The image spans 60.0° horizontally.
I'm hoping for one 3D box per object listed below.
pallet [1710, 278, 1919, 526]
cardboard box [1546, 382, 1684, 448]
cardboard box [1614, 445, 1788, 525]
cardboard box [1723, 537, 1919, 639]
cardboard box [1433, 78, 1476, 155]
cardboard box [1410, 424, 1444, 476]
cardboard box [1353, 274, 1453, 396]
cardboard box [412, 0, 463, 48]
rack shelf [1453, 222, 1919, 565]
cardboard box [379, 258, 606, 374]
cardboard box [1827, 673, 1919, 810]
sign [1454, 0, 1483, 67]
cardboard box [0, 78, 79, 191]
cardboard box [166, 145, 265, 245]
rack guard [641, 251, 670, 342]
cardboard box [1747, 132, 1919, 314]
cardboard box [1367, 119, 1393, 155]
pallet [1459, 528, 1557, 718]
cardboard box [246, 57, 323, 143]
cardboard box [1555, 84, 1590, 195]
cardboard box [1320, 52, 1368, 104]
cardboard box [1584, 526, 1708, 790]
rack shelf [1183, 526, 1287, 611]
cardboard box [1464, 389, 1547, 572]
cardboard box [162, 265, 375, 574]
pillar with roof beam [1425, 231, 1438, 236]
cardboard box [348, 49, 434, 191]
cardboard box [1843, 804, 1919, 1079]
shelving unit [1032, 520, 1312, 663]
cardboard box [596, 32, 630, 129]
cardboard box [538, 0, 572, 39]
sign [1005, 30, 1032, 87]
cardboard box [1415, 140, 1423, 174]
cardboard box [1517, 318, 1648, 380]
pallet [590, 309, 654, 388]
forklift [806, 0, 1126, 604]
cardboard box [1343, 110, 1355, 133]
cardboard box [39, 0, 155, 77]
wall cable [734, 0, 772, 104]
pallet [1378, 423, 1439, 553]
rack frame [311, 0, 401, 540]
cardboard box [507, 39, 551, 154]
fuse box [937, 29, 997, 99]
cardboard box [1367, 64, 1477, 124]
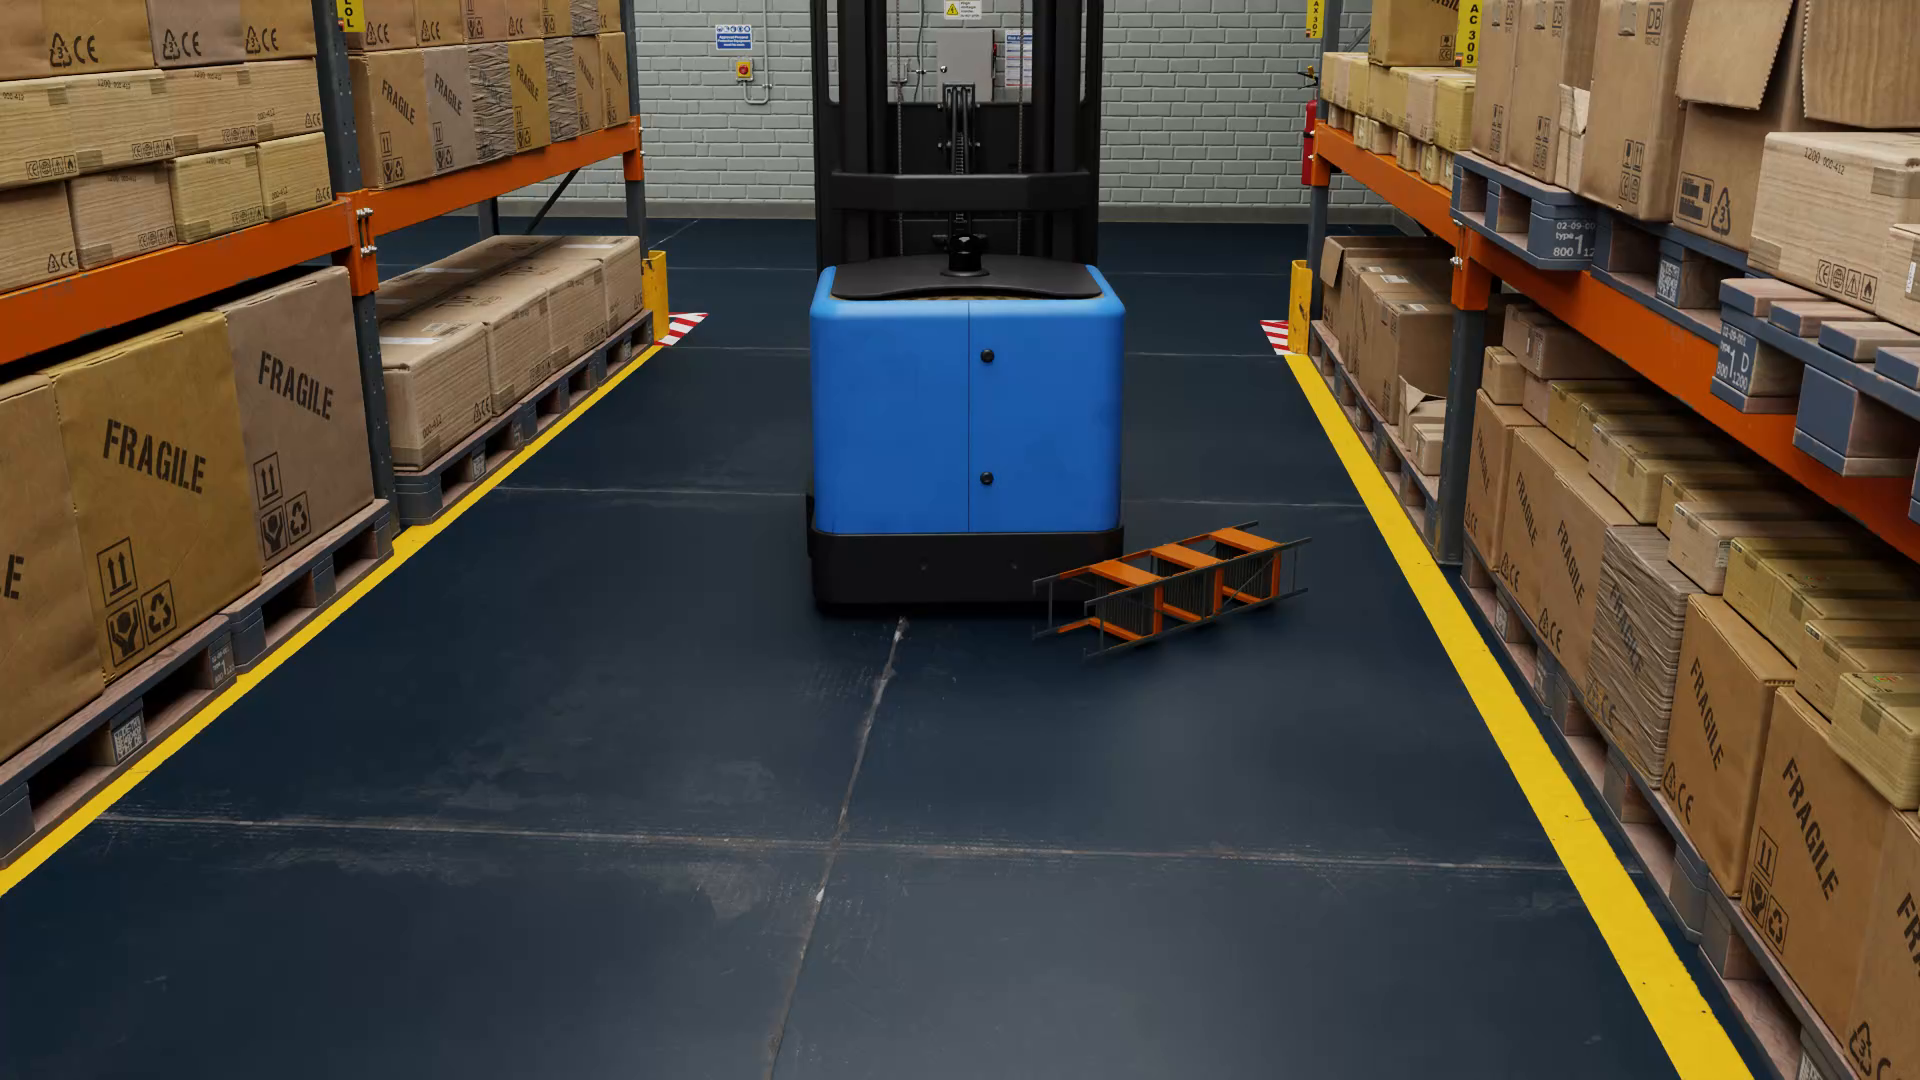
[{"bbox_3d":[1.955,-0.213,2.563,1.213,0.211,1.003,1,18,4],"label":"pallet"},{"bbox_3d":[2.023,-0.381,5.066,0.380,0.149,0.250,0,18,1],"label":"cardboard box"},{"bbox_3d":[1.941,-0.142,4.336,0.380,0.149,0.250,2,18,6],"label":"cardboard box"},{"bbox_3d":[1.892,0.105,3.585,0.380,0.149,0.250,1,18,3],"label":"cardboard box"},{"bbox_3d":[2.057,-1.568,6.153,0.500,0.250,0.500,2,18,5],"label":"cardboard box"},{"bbox_3d":[2.010,-0.358,6.604,0.380,0.149,0.250,1,18,2],"label":"cardboard box"},{"bbox_3d":[2.174,-0.974,7.917,0.500,0.500,0.500,2,18,5],"label":"cardboard box"},{"bbox_3d":[-2.370,-2.266,6.753,0.500,0.500,0.500,1,18,3],"label":"cardboard box"},{"bbox_3d":[2.120,-0.371,3.893,1.077,0.370,4.000,1,18,4],"label":"rack shelf"},{"bbox_3d":[-2.406,-1.176,8.636,0.875,0.438,0.875,2,18,5],"label":"cardboard box"},{"bbox_3d":[1.748,0.344,2.855,0.380,0.149,0.250,0,18,1],"label":"cardboard box"},{"bbox_3d":[1.722,-1.755,5.572,0.100,0.325,0.005,1,18,4],"label":"sign"},{"bbox_3d":[-2.556,-0.992,4.070,0.500,0.250,0.500,2,18,5],"label":"cardboard box"},{"bbox_3d":[-2.506,-1.069,5.110,0.500,0.250,0.500,1,18,3],"label":"cardboard box"},{"bbox_3d":[-2.399,-1.506,10.215,1.175,0.500,0.348,1,18,4],"label":"rack guard"},{"bbox_3d":[1.729,-0.555,2.866,0.500,0.250,0.500,0,18,1],"label":"cardboard box"},{"bbox_3d":[2.112,-1.880,7.746,0.380,0.149,0.250,2,18,5],"label":"cardboard box"},{"bbox_3d":[2.243,0.245,5.338,1.003,0.211,1.213,1,18,4],"label":"pallet"},{"bbox_3d":[-2.477,-1.468,5.523,0.500,0.250,0.500,1,18,4],"label":"cardboard box"},{"bbox_3d":[1.781,-1.047,4.342,0.396,0.266,0.258,2,18,7],"label":"cardboard box"},{"bbox_3d":[2.249,-2.512,9.034,0.500,0.250,0.500,1,18,4],"label":"cardboard box"},{"bbox_3d":[1.892,0.281,4.088,0.500,0.500,0.500,1,18,2],"label":"cardboard box"},{"bbox_3d":[0.938,0.103,5.715,0.259,0.215,0.240,-14,23,-36],"label":"rack shelf"},{"bbox_3d":[2.004,-0.200,5.558,0.500,0.500,0.500,2,18,6],"label":"cardboard box"},{"bbox_3d":[-2.653,-0.439,5.684,0.875,0.875,0.875,2,18,6],"label":"cardboard box"},{"bbox_3d":[-0.652,-6.341,11.322,9.100,9.000,0.400,1,18,4],"label":"pillar with roof beam"},{"bbox_3d":[-2.393,-1.631,6.423,0.500,0.500,0.500,2,18,6],"label":"cardboard box"},{"bbox_3d":[1.792,0.760,2.625,0.500,0.500,0.500,2,18,6],"label":"cardboard box"},{"bbox_3d":[0.723,0.155,5.555,1.050,0.215,0.252,-14,23,-36],"label":"shelving unit"},{"bbox_3d":[-2.172,-2.578,9.312,0.500,0.500,0.500,1,18,4],"label":"cardboard box"},{"bbox_3d":[-2.245,-2.737,8.193,0.500,0.500,0.500,1,18,4],"label":"cardboard box"},{"bbox_3d":[0.572,-4.354,15.045,0.329,0.494,0.001,1,18,4],"label":"sign"},{"bbox_3d":[2.072,-1.563,6.779,0.380,0.149,0.250,2,18,5],"label":"cardboard box"},{"bbox_3d":[2.001,-0.608,5.282,0.380,0.149,0.250,0,18,1],"label":"cardboard box"},{"bbox_3d":[-2.380,-1.111,9.474,1.003,0.211,1.213,1,18,4],"label":"pallet"},{"bbox_3d":[-0.021,-1.588,6.561,1.130,2.935,3.031,-1,18,-2],"label":"forklift"},{"bbox_3d":[2.281,-2.281,8.970,0.380,0.149,0.250,2,18,5],"label":"cardboard box"},{"bbox_3d":[-2.555,-1.504,4.430,0.500,0.500,0.500,2,18,6],"label":"cardboard box"},{"bbox_3d":[-2.020,-4.935,14.986,0.585,1.953,0.123,1,18,4],"label":"wall cable"},{"bbox_3d":[2.314,-0.222,6.762,1.003,0.211,1.213,1,18,4],"label":"pallet"},{"bbox_3d":[-2.688,-1.444,6.012,1.000,3.000,0.127,1,18,4],"label":"rack frame"},{"bbox_3d":[-2.274,-2.102,7.859,0.500,0.500,0.500,2,18,6],"label":"cardboard box"},{"bbox_3d":[0.065,-3.733,15.068,0.539,1.711,0.414,1,18,4],"label":"fuse box"},{"bbox_3d":[2.164,-2.038,7.589,0.500,0.250,0.500,1,18,2],"label":"cardboard box"}]
